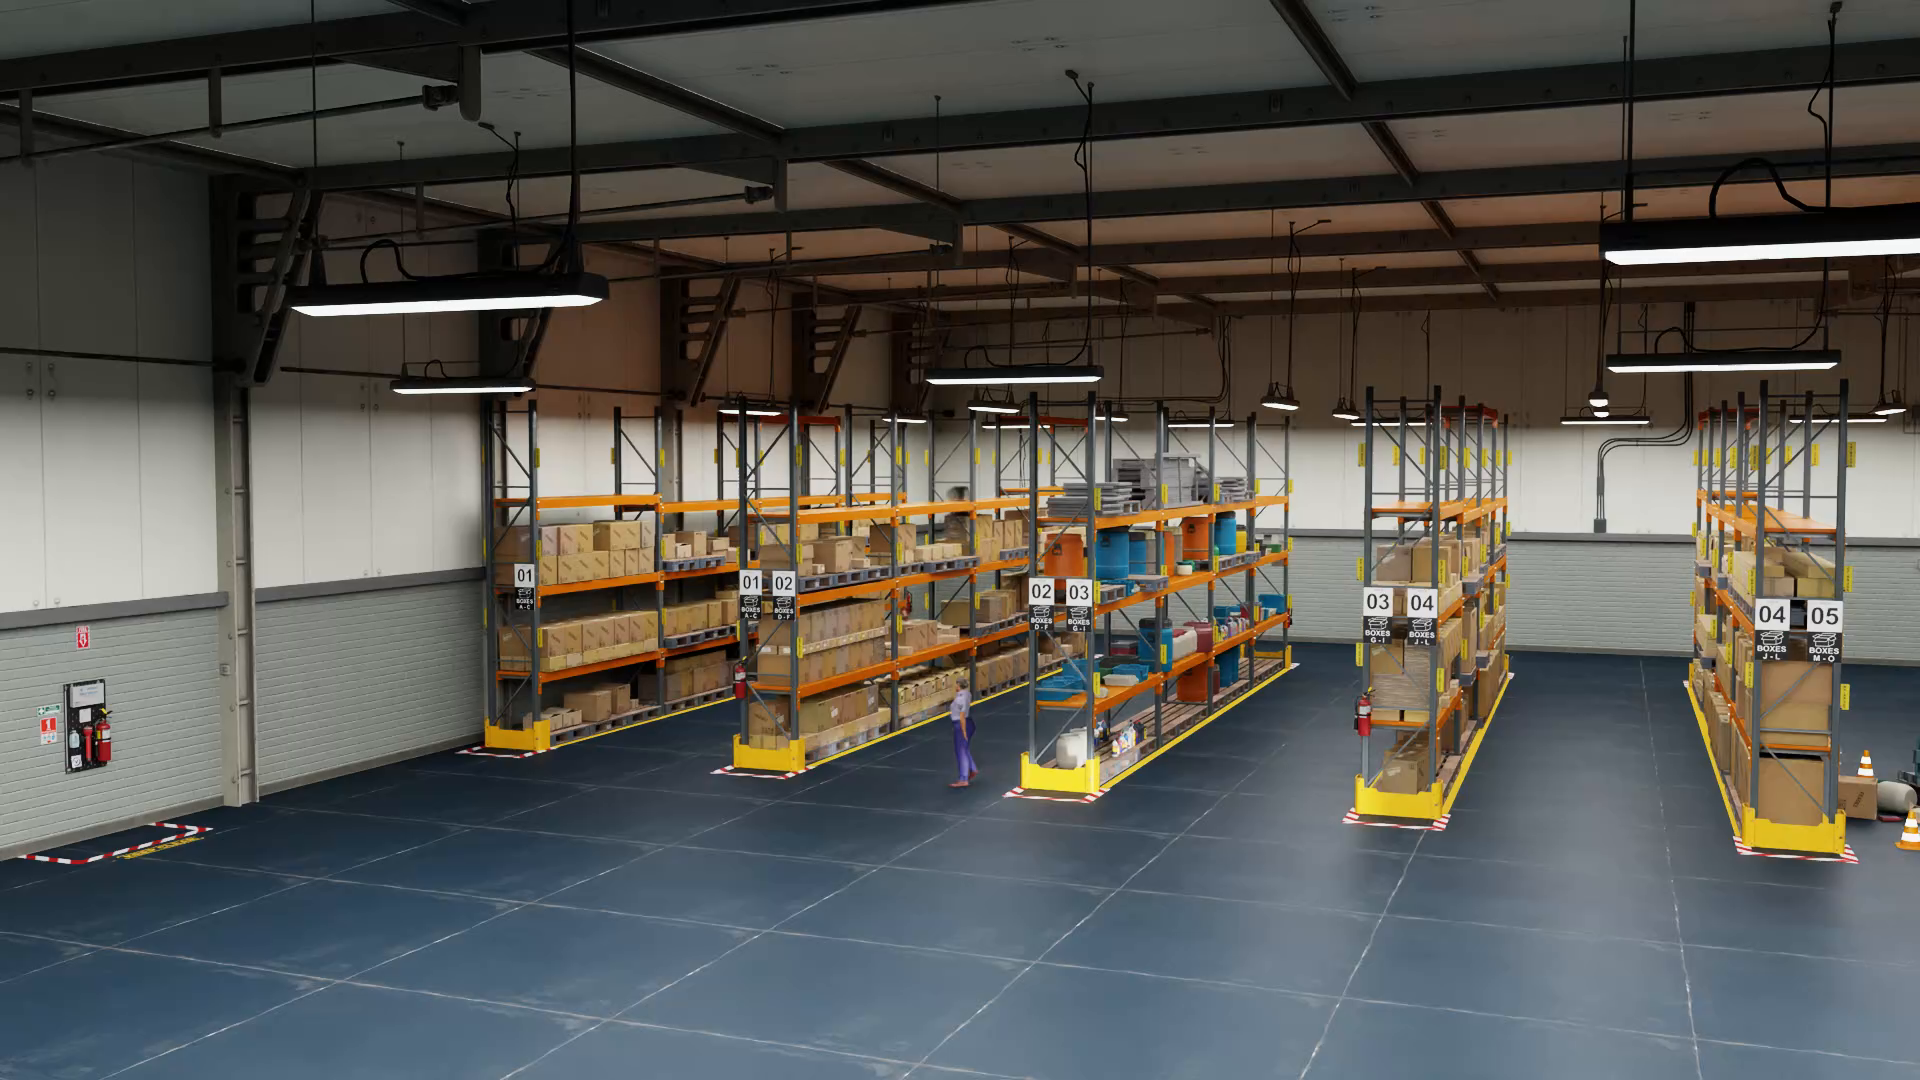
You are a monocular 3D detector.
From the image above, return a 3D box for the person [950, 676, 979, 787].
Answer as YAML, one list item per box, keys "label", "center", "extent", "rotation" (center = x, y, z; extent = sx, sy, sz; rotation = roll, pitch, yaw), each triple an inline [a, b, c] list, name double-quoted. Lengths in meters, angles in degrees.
- label: "person"
  center: [0.054, 2.918, 25.424]
  extent: [0.398, 1.670, 0.604]
  rotation: [1, 3, 14]

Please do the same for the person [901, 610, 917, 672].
- label: "person"
  center: [-1.211, 2.356, 37.732]
  extent: [0.455, 1.539, 0.703]
  rotation: [1, 3, 17]
